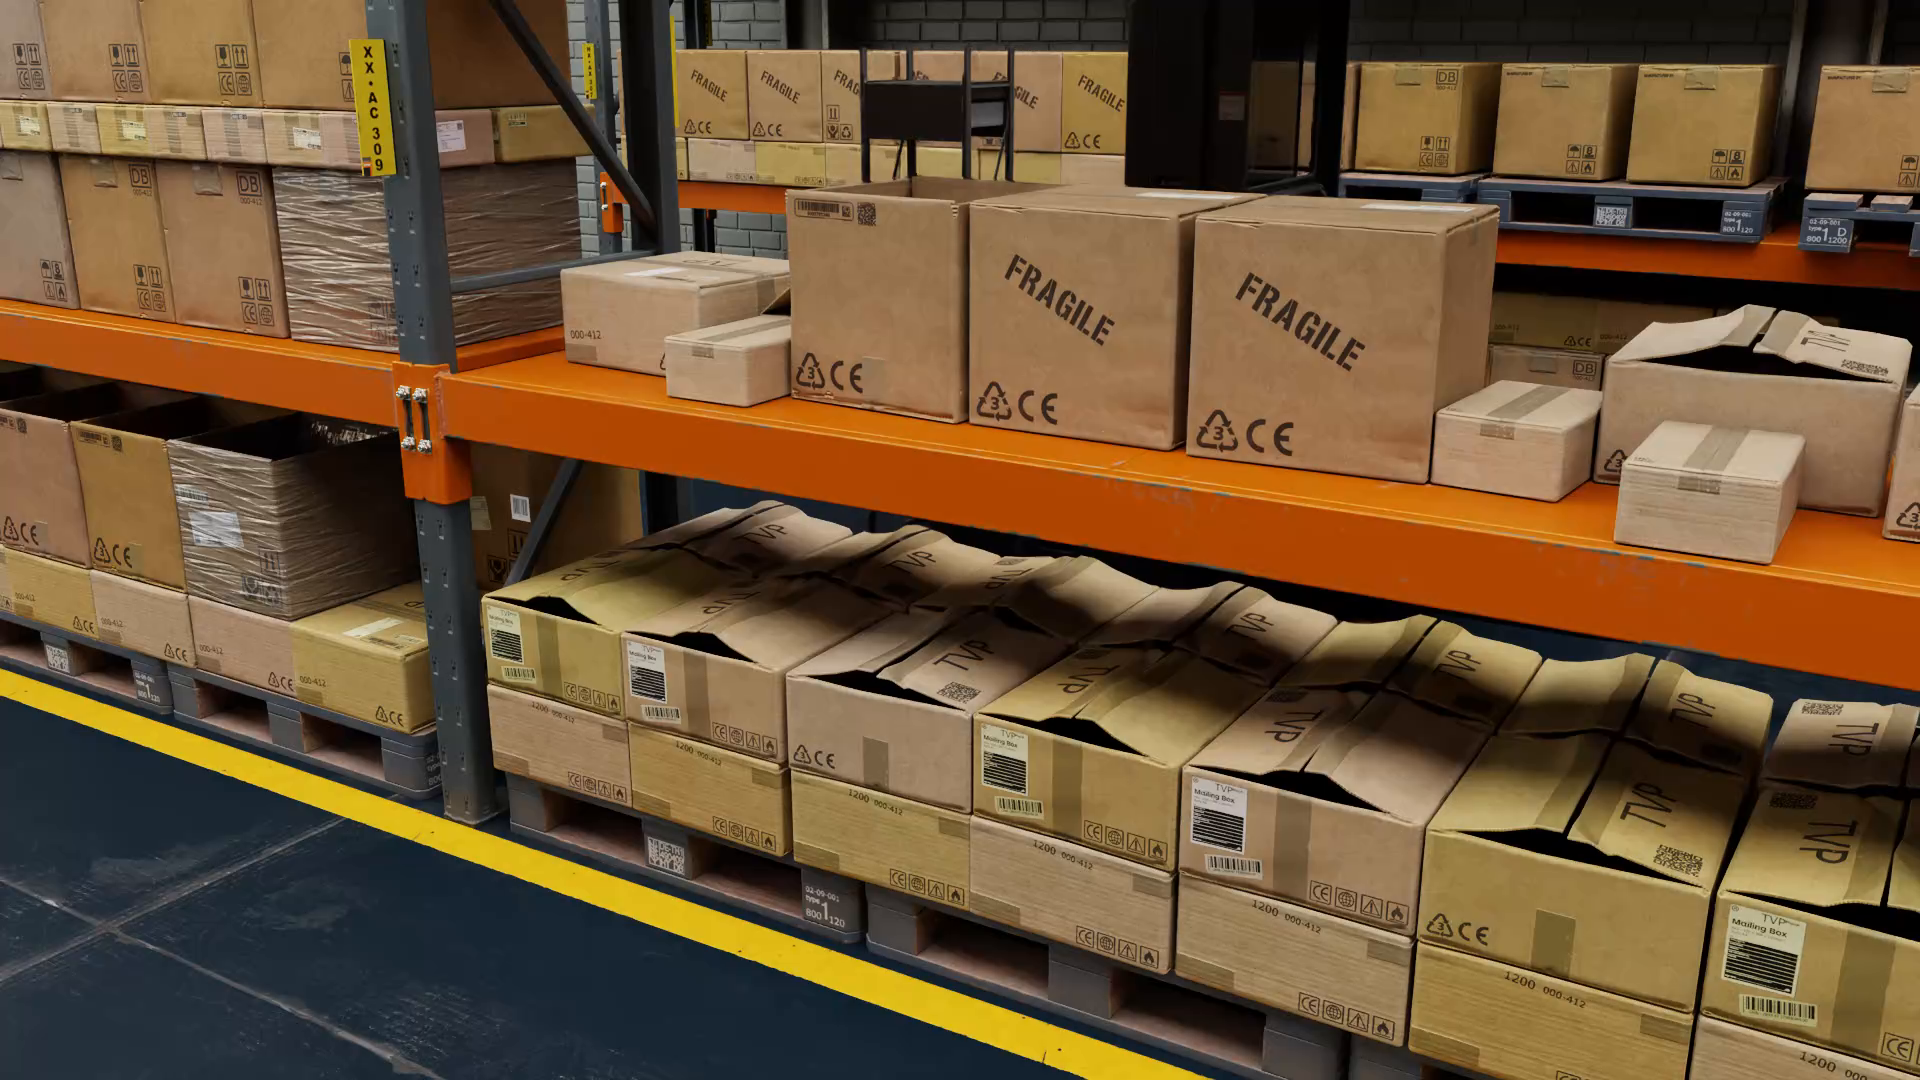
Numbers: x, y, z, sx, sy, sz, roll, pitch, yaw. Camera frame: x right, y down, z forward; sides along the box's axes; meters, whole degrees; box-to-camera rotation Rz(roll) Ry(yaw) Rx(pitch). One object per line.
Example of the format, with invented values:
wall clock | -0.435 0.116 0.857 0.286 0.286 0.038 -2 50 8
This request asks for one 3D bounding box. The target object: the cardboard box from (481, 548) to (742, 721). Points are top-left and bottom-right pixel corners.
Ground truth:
cardboard box | -0.939 0.219 4.544 0.500 0.311 0.500 10 20 30

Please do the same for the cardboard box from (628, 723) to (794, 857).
cardboard box | -0.512 0.563 4.374 0.500 0.250 0.500 11 20 31

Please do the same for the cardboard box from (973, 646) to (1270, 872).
cardboard box | 0.372 0.452 3.775 0.500 0.311 0.500 11 20 32

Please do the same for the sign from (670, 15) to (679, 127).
sign | -0.885 -1.404 4.987 0.005 0.325 0.100 10 20 30

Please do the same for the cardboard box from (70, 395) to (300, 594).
cardboard box | -2.518 -0.167 5.487 0.500 0.500 0.500 10 20 30

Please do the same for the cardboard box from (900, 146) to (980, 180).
cardboard box | 0.010 -2.065 9.242 0.500 0.250 0.500 10 20 30

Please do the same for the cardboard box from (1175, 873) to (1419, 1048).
cardboard box | 0.804 0.797 3.606 0.500 0.250 0.500 11 20 31

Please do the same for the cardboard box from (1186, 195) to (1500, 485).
cardboard box | 0.810 -0.443 3.506 0.500 0.500 0.500 9 19 27

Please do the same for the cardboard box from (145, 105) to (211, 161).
cardboard box | -2.163 -1.216 4.934 0.250 0.149 0.380 10 20 30

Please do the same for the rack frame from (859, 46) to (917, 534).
rack frame | -0.304 -1.051 7.229 0.015 2.100 0.400 9 19 28

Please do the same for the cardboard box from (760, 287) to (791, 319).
cardboard box | -0.315 -0.600 4.426 0.258 0.266 0.396 10 19 29

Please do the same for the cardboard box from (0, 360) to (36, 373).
cardboard box | -3.801 -0.392 6.230 0.500 0.500 0.500 10 20 30

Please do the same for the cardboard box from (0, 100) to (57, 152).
cardboard box | -2.813 -1.332 5.317 0.250 0.149 0.380 11 20 32

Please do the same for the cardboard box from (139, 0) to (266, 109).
cardboard box | -1.973 -1.563 4.962 0.500 0.500 0.700 10 20 30

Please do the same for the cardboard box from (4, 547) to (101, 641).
cardboard box | -2.951 0.119 5.836 0.500 0.250 0.500 10 20 30

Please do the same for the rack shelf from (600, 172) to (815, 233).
rack shelf | -0.275 -1.940 9.843 4.000 0.370 1.077 10 20 30

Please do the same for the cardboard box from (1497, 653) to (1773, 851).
cardboard box | 1.503 0.472 3.708 0.500 0.311 0.500 10 19 29

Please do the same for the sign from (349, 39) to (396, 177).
sign | -1.450 -1.067 4.106 0.005 0.325 0.100 10 20 30

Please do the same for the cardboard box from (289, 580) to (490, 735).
cardboard box | -1.670 0.346 5.089 0.500 0.250 0.500 10 20 30

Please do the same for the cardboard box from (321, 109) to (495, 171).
cardboard box | -1.504 -1.099 4.549 0.250 0.149 0.380 10 20 30

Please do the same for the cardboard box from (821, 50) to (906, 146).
cardboard box | -0.431 -2.504 9.398 0.500 0.500 0.500 11 20 32

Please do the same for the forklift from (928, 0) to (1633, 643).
forklift | 1.408 -1.134 6.071 3.031 2.935 1.130 9 19 28

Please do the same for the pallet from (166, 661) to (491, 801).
pallet | -1.816 0.451 5.534 1.213 0.211 1.003 10 20 30

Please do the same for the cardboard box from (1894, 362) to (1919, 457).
cardboard box | 4.197 -0.482 7.352 0.500 0.500 0.700 10 20 31

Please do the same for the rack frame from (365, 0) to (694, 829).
rack frame | -1.160 -0.752 4.696 0.127 3.000 1.000 10 20 30

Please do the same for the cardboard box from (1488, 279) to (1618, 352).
cardboard box | 2.887 -1.101 8.097 0.500 0.250 0.500 9 19 28

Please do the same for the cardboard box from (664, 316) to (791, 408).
cardboard box | -0.512 -0.447 4.123 0.250 0.149 0.380 10 20 30

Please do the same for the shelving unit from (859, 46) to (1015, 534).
shelving unit | -0.092 -1.016 7.113 0.503 2.100 0.431 9 19 28

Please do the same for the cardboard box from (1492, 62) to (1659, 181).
cardboard box | 2.895 -1.973 7.786 0.500 0.500 0.700 13 21 38

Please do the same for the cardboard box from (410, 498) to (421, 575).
cardboard box | -1.822 -0.218 5.658 0.500 0.500 0.500 10 20 30

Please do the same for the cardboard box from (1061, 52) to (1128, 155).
cardboard box | 0.864 -2.272 8.632 0.500 0.500 0.500 10 20 30

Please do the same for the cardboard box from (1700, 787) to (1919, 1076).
cardboard box | 1.673 0.684 3.012 0.500 0.311 0.500 11 20 31

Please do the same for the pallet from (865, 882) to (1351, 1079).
pallet | 0.532 0.870 4.155 1.213 0.211 1.003 10 20 30

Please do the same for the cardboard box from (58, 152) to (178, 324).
cardboard box | -2.420 -1.022 5.412 0.500 0.500 0.700 10 20 31

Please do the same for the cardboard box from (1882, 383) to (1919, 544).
cardboard box | 1.961 -0.167 2.924 0.500 0.311 0.500 12 20 33

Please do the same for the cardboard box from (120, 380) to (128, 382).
cardboard box | -3.096 -0.448 6.414 0.500 0.500 0.500 10 20 30

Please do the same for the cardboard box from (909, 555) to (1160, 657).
cardboard box | 0.205 0.239 4.477 0.500 0.311 0.500 10 20 30

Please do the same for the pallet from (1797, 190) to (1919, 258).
pallet | 4.174 -1.361 7.032 1.003 0.211 1.213 10 20 30

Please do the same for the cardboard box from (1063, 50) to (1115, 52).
cardboard box | 0.699 -2.479 9.315 0.500 0.500 0.500 10 20 30

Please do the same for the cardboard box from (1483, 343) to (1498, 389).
cardboard box | 2.531 -0.820 8.464 0.500 0.500 0.700 10 19 29

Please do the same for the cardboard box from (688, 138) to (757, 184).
cardboard box | -1.280 -2.298 10.008 0.500 0.250 0.500 9 19 28

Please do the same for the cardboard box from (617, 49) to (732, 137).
cardboard box | -1.730 -2.738 10.166 0.500 0.500 0.500 10 20 30
